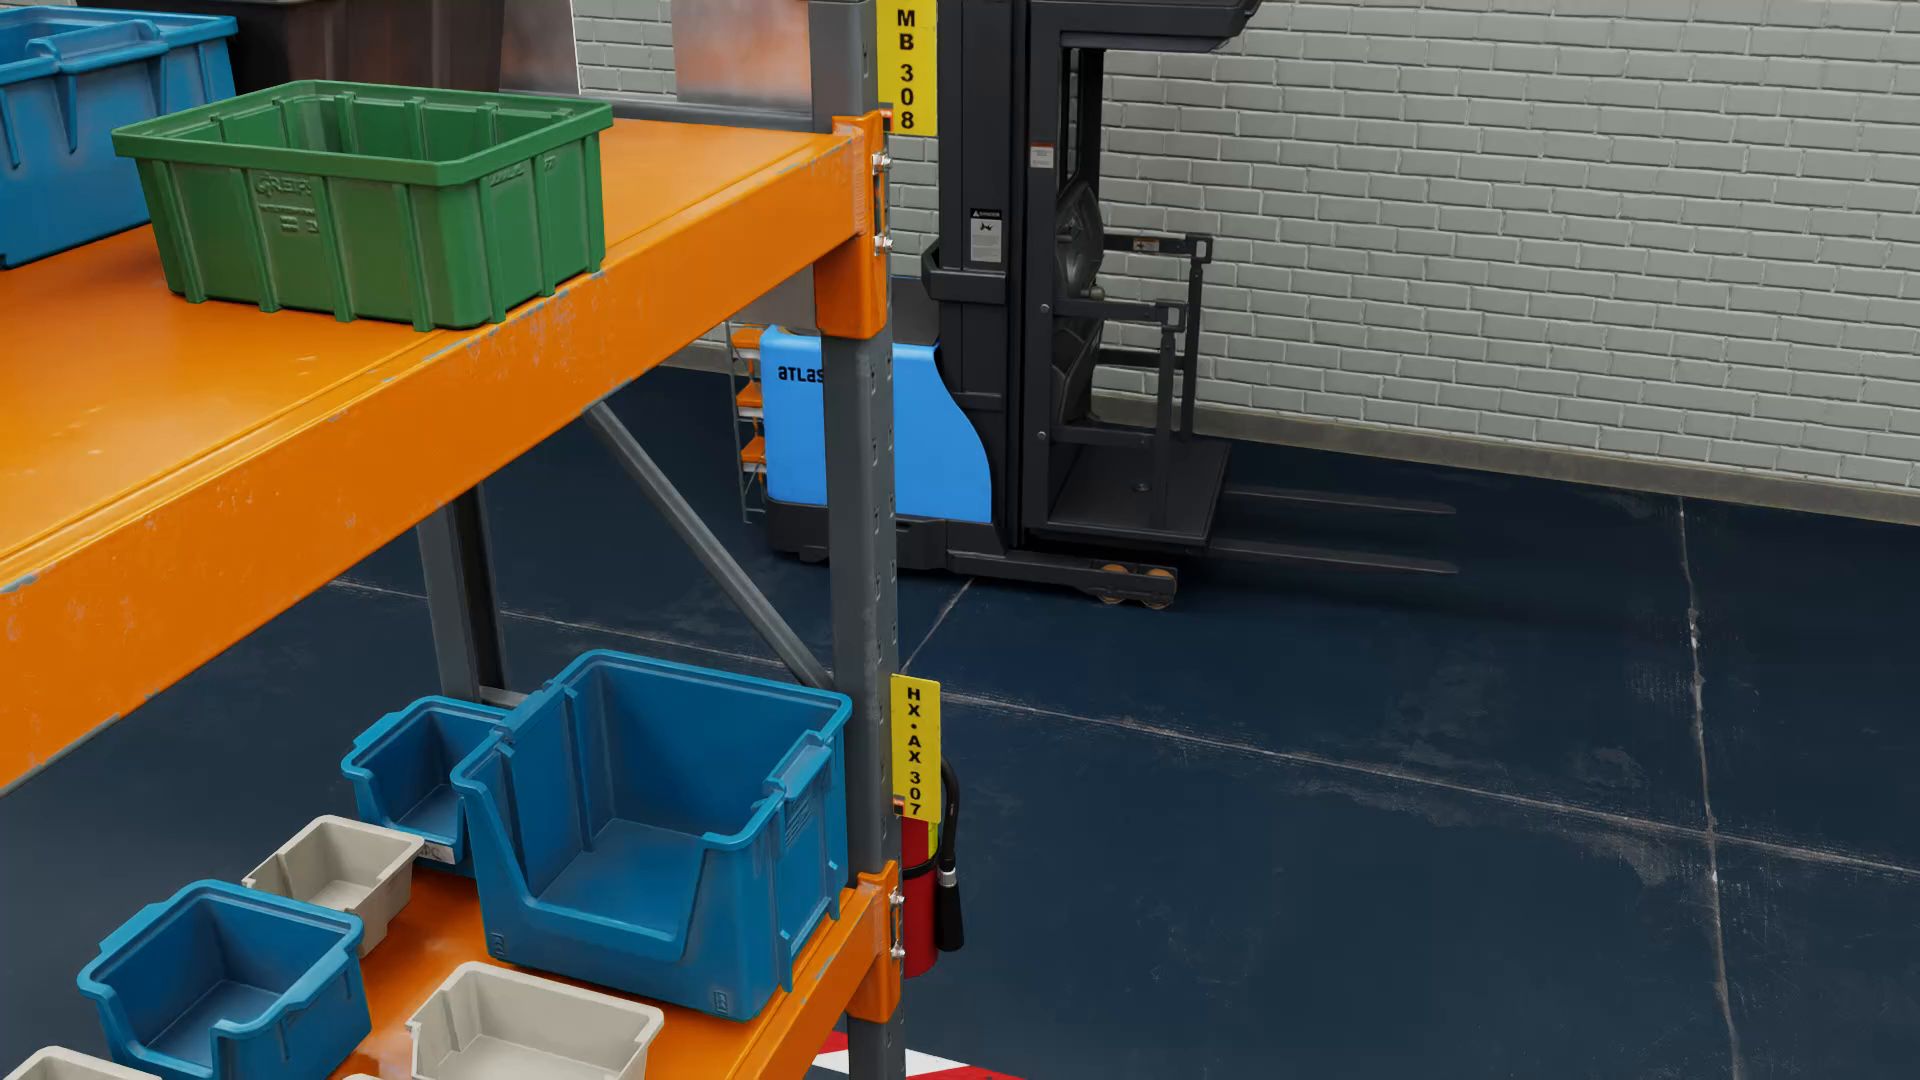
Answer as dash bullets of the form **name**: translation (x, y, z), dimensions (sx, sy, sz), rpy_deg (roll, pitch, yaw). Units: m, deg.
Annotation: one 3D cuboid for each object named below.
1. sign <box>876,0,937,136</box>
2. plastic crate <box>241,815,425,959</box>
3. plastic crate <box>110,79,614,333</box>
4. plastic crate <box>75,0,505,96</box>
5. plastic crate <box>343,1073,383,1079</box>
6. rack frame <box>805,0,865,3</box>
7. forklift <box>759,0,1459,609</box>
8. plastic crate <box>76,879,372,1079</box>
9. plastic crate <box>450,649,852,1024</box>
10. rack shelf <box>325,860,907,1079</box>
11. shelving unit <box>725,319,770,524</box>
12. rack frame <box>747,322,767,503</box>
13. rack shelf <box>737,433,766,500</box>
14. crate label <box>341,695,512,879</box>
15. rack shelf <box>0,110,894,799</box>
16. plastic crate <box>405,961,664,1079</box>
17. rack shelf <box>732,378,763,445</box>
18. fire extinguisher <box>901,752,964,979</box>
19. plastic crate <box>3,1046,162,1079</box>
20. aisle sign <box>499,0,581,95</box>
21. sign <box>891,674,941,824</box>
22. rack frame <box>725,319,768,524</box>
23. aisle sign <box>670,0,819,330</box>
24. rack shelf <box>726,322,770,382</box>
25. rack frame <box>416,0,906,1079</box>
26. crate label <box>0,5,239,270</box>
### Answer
- **sign**: translation (-0.086, -0.817, 2.673), dimensions (0.100, 0.325, 0.005), rpy_deg (9, 27, 17)
- **plastic crate**: translation (-1.188, 0.678, 3.141), dimensions (0.250, 0.136, 0.298), rpy_deg (9, 27, 17)
- **plastic crate**: translation (-0.669, -0.395, 1.925), dimensions (0.450, 0.188, 0.336), rpy_deg (9, 27, 17)
- **plastic crate**: translation (-1.001, -0.760, 2.586), dimensions (0.497, 0.269, 0.590), rpy_deg (9, 27, 17)
- **plastic crate**: translation (-0.821, 0.983, 2.511), dimensions (0.396, 0.136, 0.243), rpy_deg (9, 27, 17)
- **rack frame**: translation (-0.610, -2.287, 2.148), dimensions (1.000, 3.000, 0.127), rpy_deg (9, 27, 17)
- **forklift**: translation (0.695, -1.280, 7.031), dimensions (3.031, 2.935, 1.130), rpy_deg (6, 27, 12)
- **plastic crate**: translation (-1.222, 0.786, 2.809), dimensions (0.416, 0.233, 0.300), rpy_deg (9, 27, 17)
- **plastic crate**: translation (-0.546, 0.535, 3.094), dimensions (0.616, 0.435, 0.499), rpy_deg (9, 27, 17)
- **rack shelf**: translation (-1.276, 1.559, 1.914), dimensions (1.077, 0.370, 4.000), rpy_deg (9, 27, 17)
- **shelving unit**: translation (-0.917, -0.600, 7.777), dimensions (0.215, 1.050, 0.252), rpy_deg (5, 26, 14)
- **rack frame**: translation (-0.887, -0.651, 7.883), dimensions (0.200, 1.050, 0.008), rpy_deg (5, 26, 14)
- **rack shelf**: translation (-0.909, -0.339, 7.901), dimensions (0.215, 0.259, 0.240), rpy_deg (5, 26, 14)
- **crate label**: translation (-1.003, 0.515, 3.367), dimensions (0.416, 0.233, 0.303), rpy_deg (9, 27, 17)
- **rack shelf**: translation (-1.276, 0.209, 1.261), dimensions (1.077, 0.370, 4.000), rpy_deg (9, 27, 17)
- **plastic crate**: translation (-0.711, 0.866, 2.753), dimensions (0.396, 0.136, 0.243), rpy_deg (9, 27, 17)
- **rack shelf**: translation (-0.917, -0.590, 7.781), dimensions (0.215, 0.259, 0.240), rpy_deg (5, 26, 14)
- **fire extinguisher**: translation (-0.132, 0.620, 3.545), dimensions (0.296, 0.674, 0.183), rpy_deg (9, 27, 17)
- **plastic crate**: translation (-1.414, 0.957, 2.565), dimensions (0.250, 0.136, 0.298), rpy_deg (9, 27, 17)
- **aisle sign**: translation (-0.867, -0.830, 3.038), dimensions (0.394, 0.787, 0.004), rpy_deg (9, 27, 17)
- **sign**: translation (-0.086, 0.413, 3.268), dimensions (0.100, 0.325, 0.005), rpy_deg (9, 27, 17)
- **rack frame**: translation (-0.947, -0.549, 7.670), dimensions (0.200, 1.050, 0.008), rpy_deg (5, 26, 14)
- **aisle sign**: translation (-0.310, -0.744, 2.862), dimensions (0.394, 0.787, 0.004), rpy_deg (9, 27, 17)
- **rack shelf**: translation (-0.925, -0.847, 7.660), dimensions (0.215, 0.259, 0.240), rpy_deg (5, 26, 14)
- **rack frame**: translation (-0.610, 0.413, 3.455), dimensions (1.000, 3.000, 0.127), rpy_deg (9, 27, 17)
- **crate label**: translation (-1.222, -0.538, 2.147), dimensions (0.408, 0.251, 0.502), rpy_deg (9, 27, 17)
